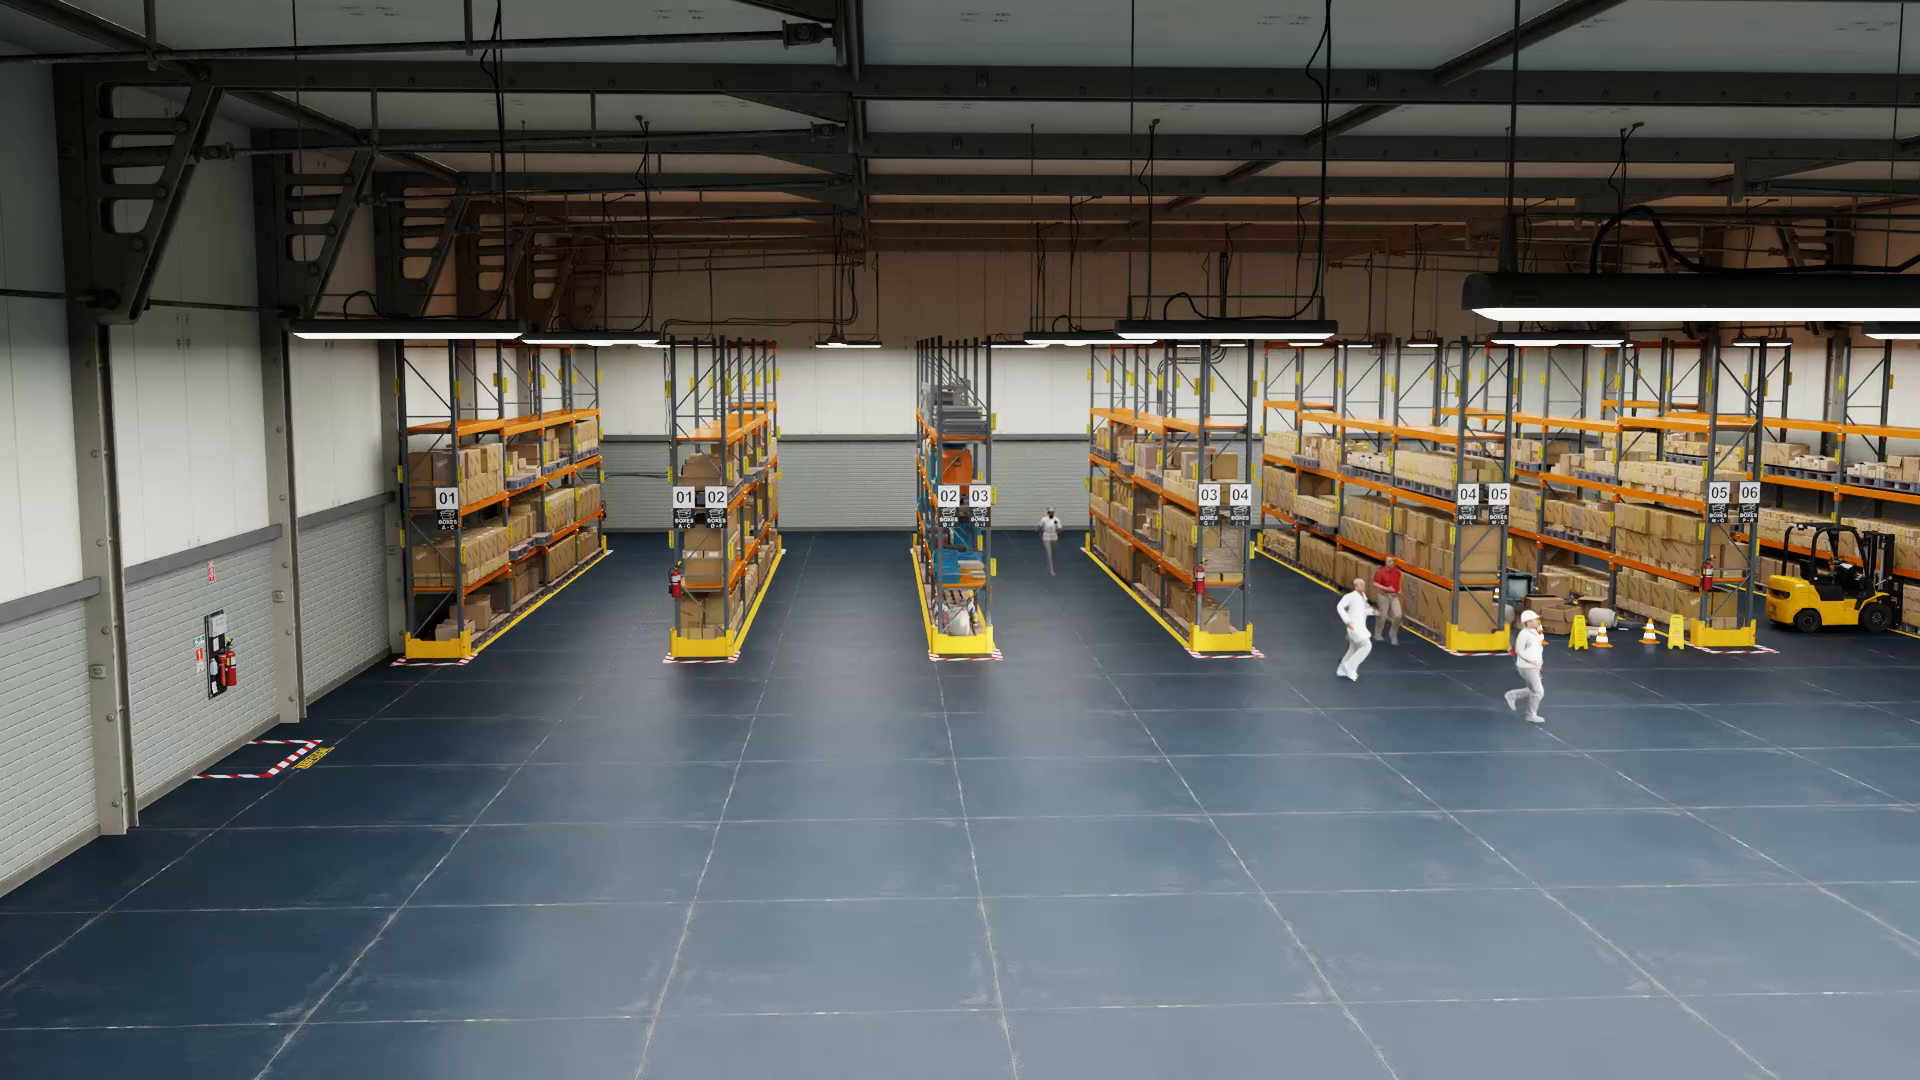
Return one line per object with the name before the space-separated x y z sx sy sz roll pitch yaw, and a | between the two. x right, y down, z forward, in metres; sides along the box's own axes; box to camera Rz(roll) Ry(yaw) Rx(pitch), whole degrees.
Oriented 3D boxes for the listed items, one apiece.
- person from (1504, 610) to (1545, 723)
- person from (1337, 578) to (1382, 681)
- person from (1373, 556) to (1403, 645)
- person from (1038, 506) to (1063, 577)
person | 8.756 1.940 25.749 0.654 1.728 0.681 4 8 32
person | 6.977 1.558 29.072 0.739 1.785 0.675 4 8 32
person | 8.393 1.198 32.501 0.689 1.786 0.733 -1 7 -13
person | 2.205 0.031 40.433 0.576 1.721 0.860 -1 7 -10
